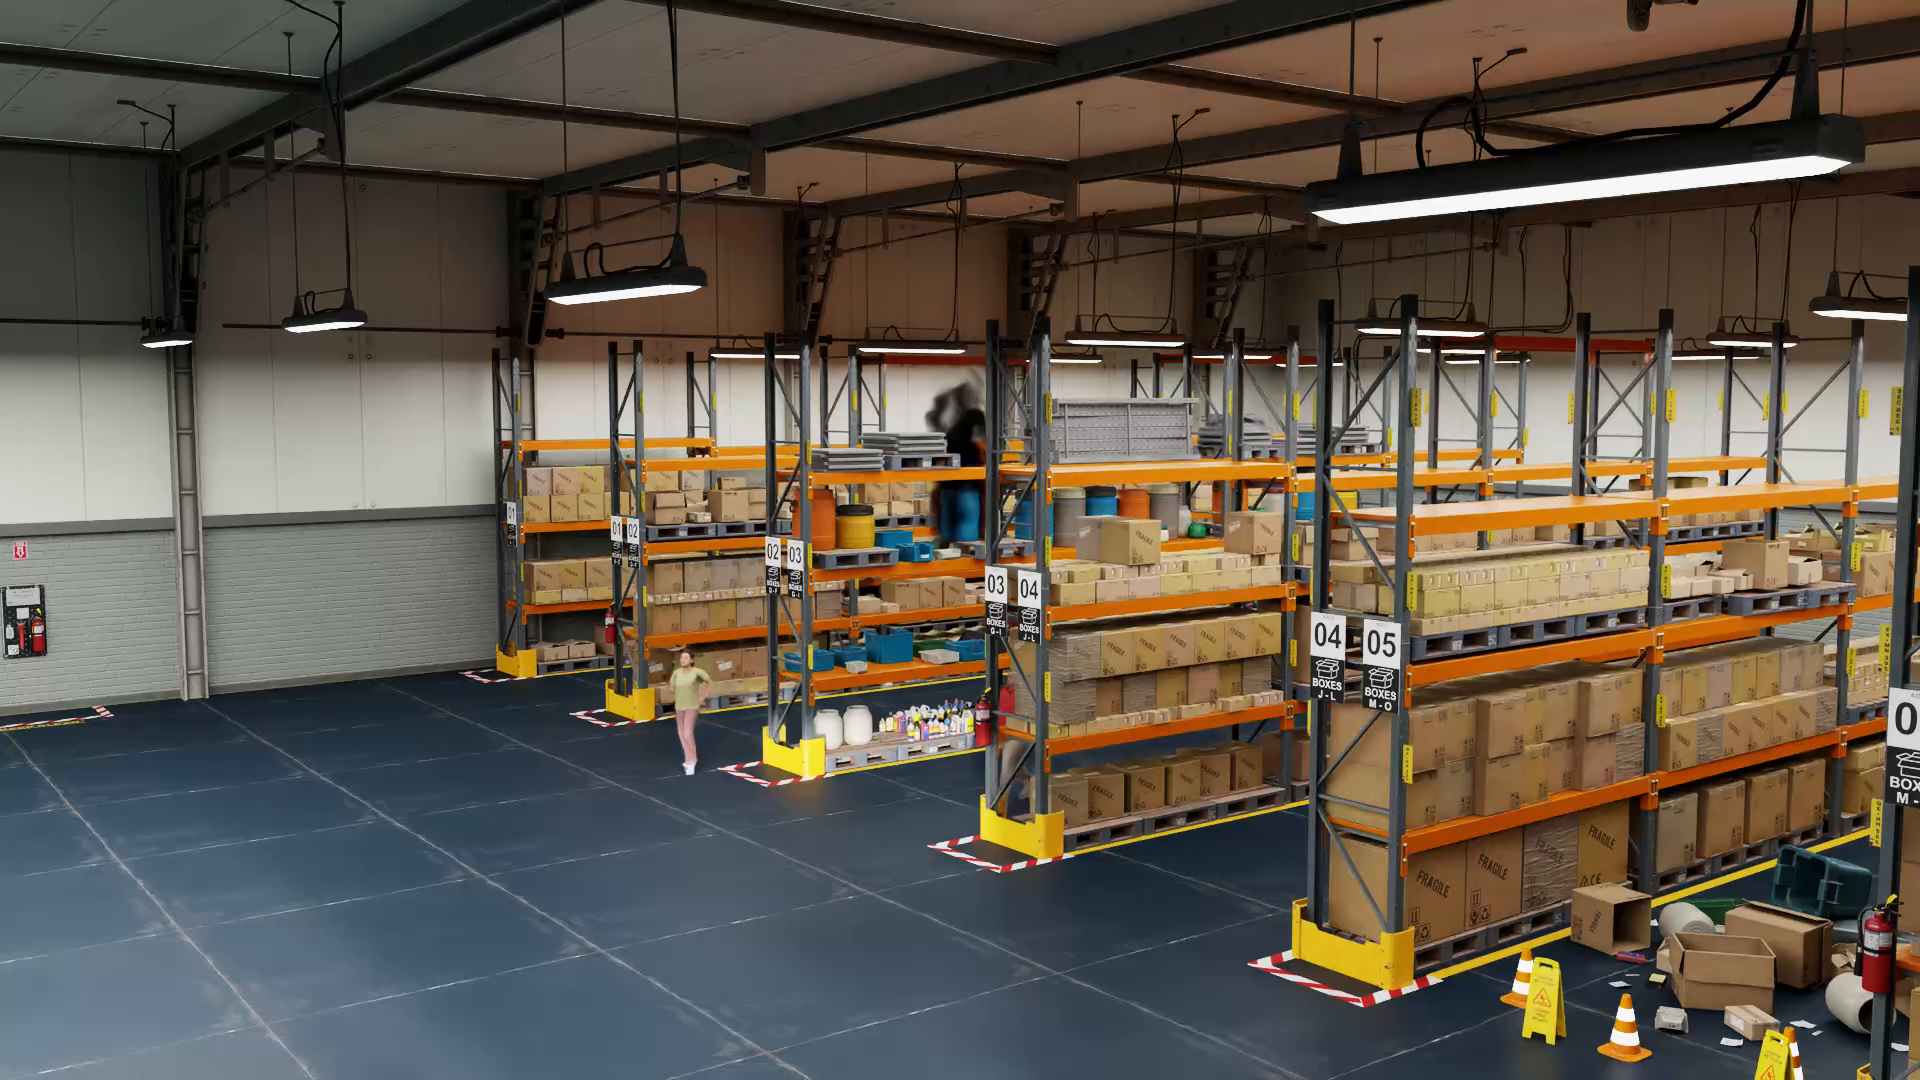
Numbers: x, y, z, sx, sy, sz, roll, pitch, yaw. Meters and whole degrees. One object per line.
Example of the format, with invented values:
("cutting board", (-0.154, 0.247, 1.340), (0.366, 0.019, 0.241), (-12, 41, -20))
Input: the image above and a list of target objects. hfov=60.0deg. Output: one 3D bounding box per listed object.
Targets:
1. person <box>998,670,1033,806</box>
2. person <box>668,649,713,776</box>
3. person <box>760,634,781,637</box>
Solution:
("person", (0.652, 2.462, 20.726), (0.921, 1.736, 0.661), (-4, 6, -38))
("person", (-3.720, 2.347, 22.724), (0.574, 1.722, 0.645), (2, 5, 17))
("person", (-3.471, 1.633, 30.262), (0.672, 1.753, 0.697), (-4, 6, -38))
